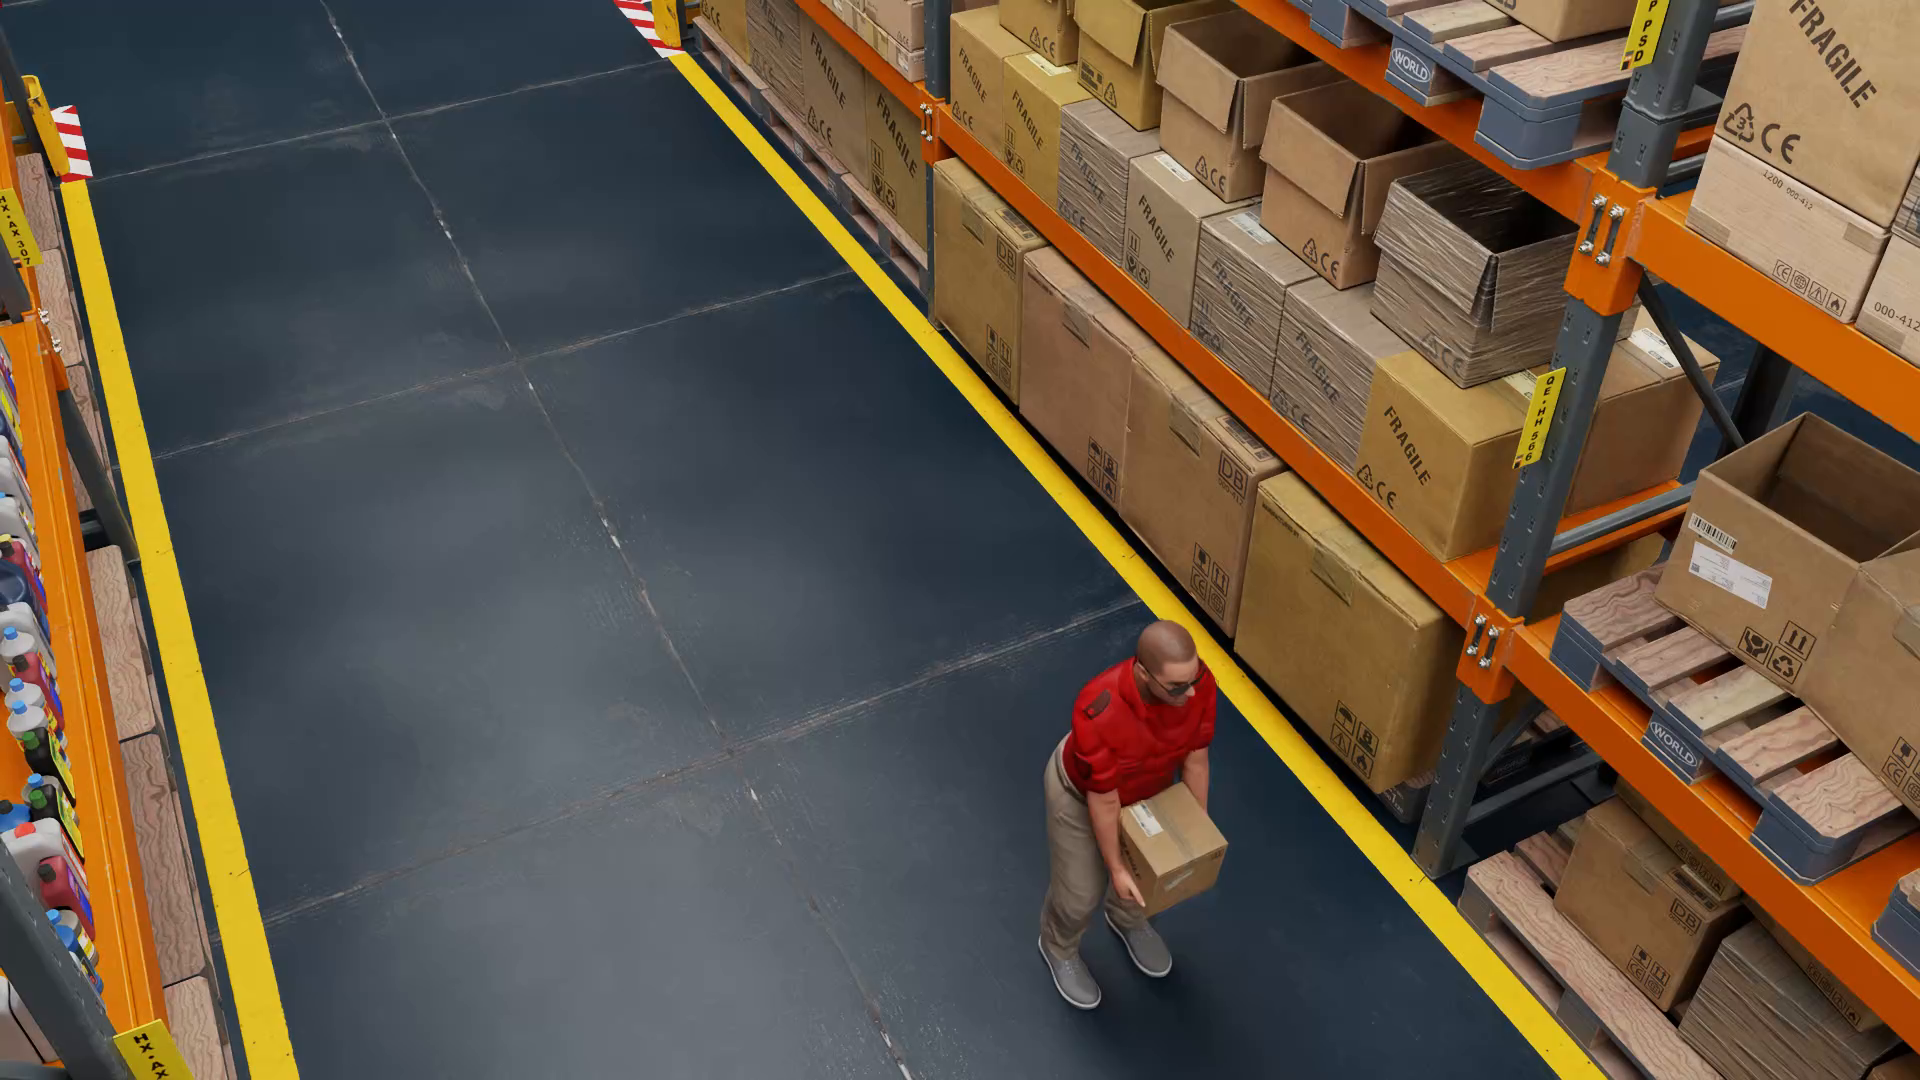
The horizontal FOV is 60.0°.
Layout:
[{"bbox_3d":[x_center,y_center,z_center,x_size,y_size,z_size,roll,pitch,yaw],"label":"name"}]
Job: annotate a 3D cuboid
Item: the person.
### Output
[{"bbox_3d":[0.546,0.853,5.216,0.478,1.702,0.579,-20,45,-21],"label":"person"}]
